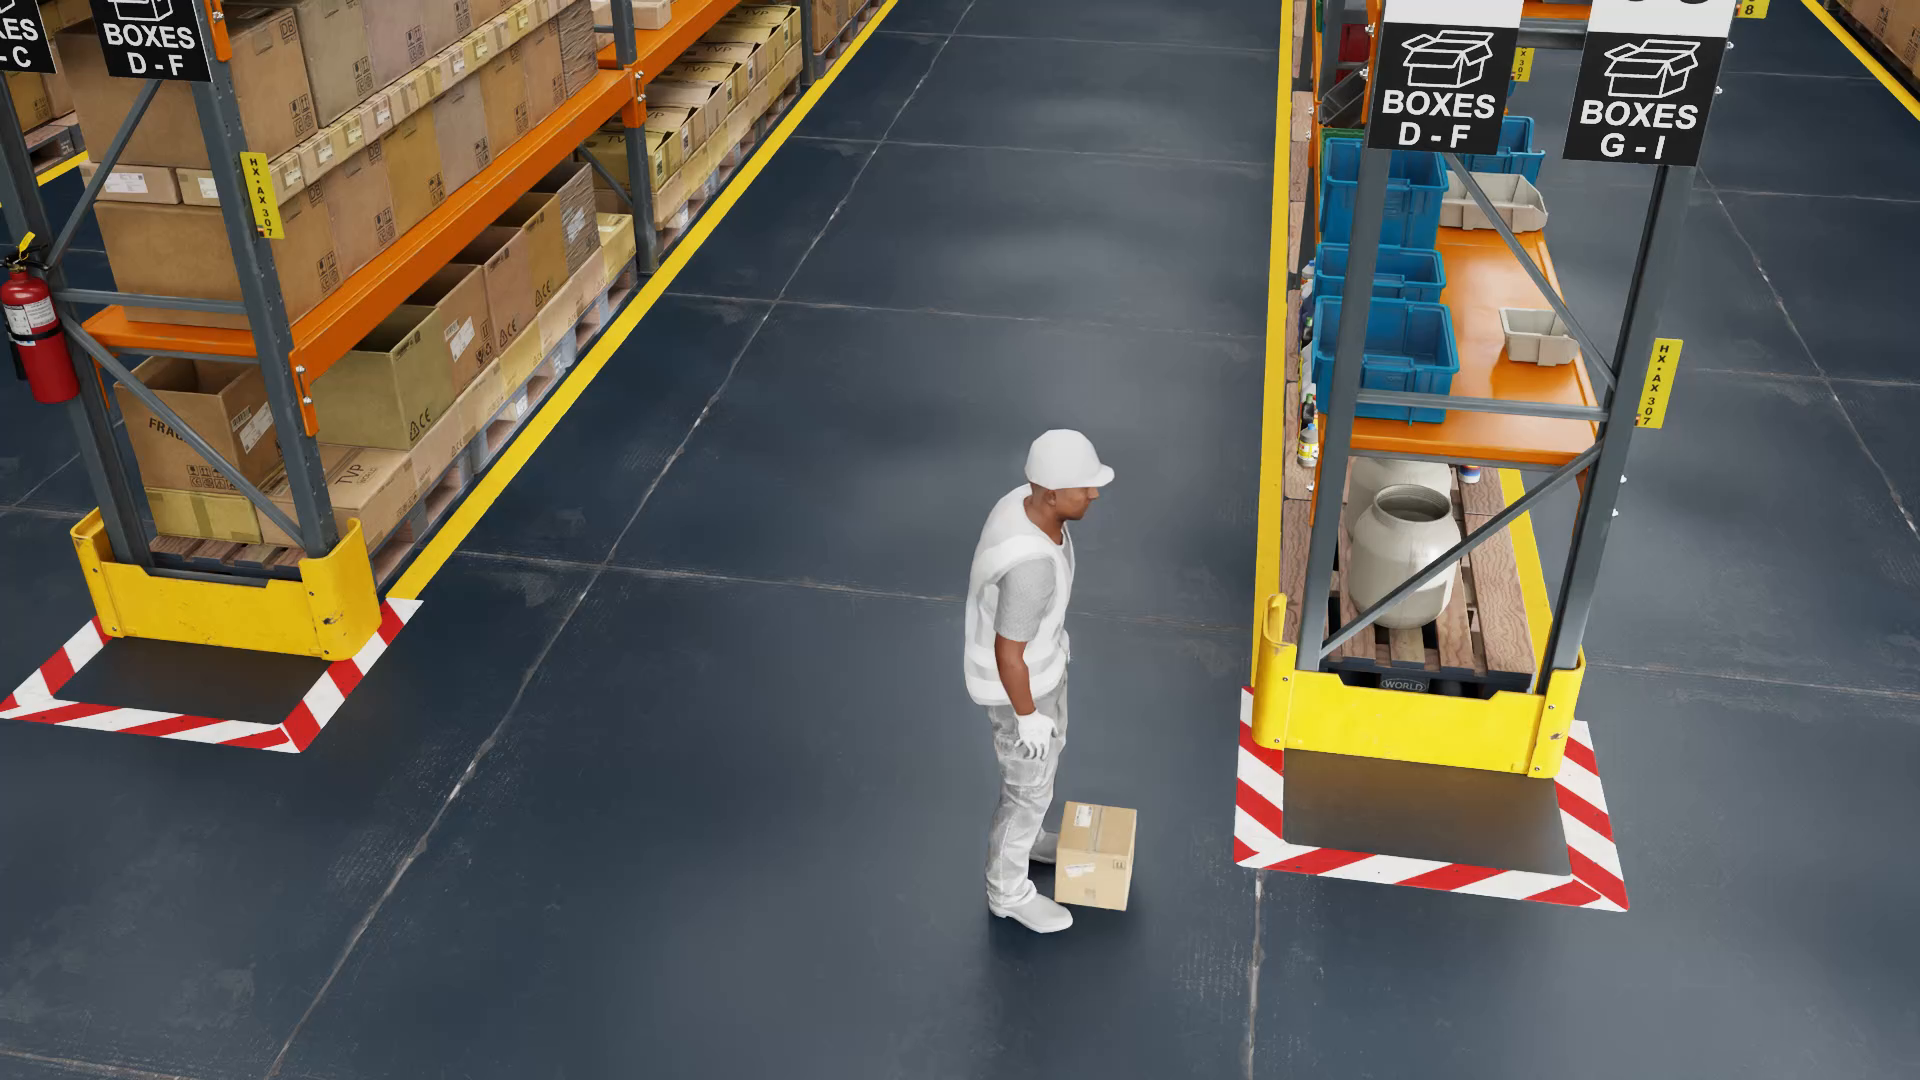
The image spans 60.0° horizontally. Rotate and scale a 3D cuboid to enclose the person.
[{"bbox_3d":[0.242,0.438,5.428,0.446,1.774,0.603,5,32,8],"label":"person"}]
